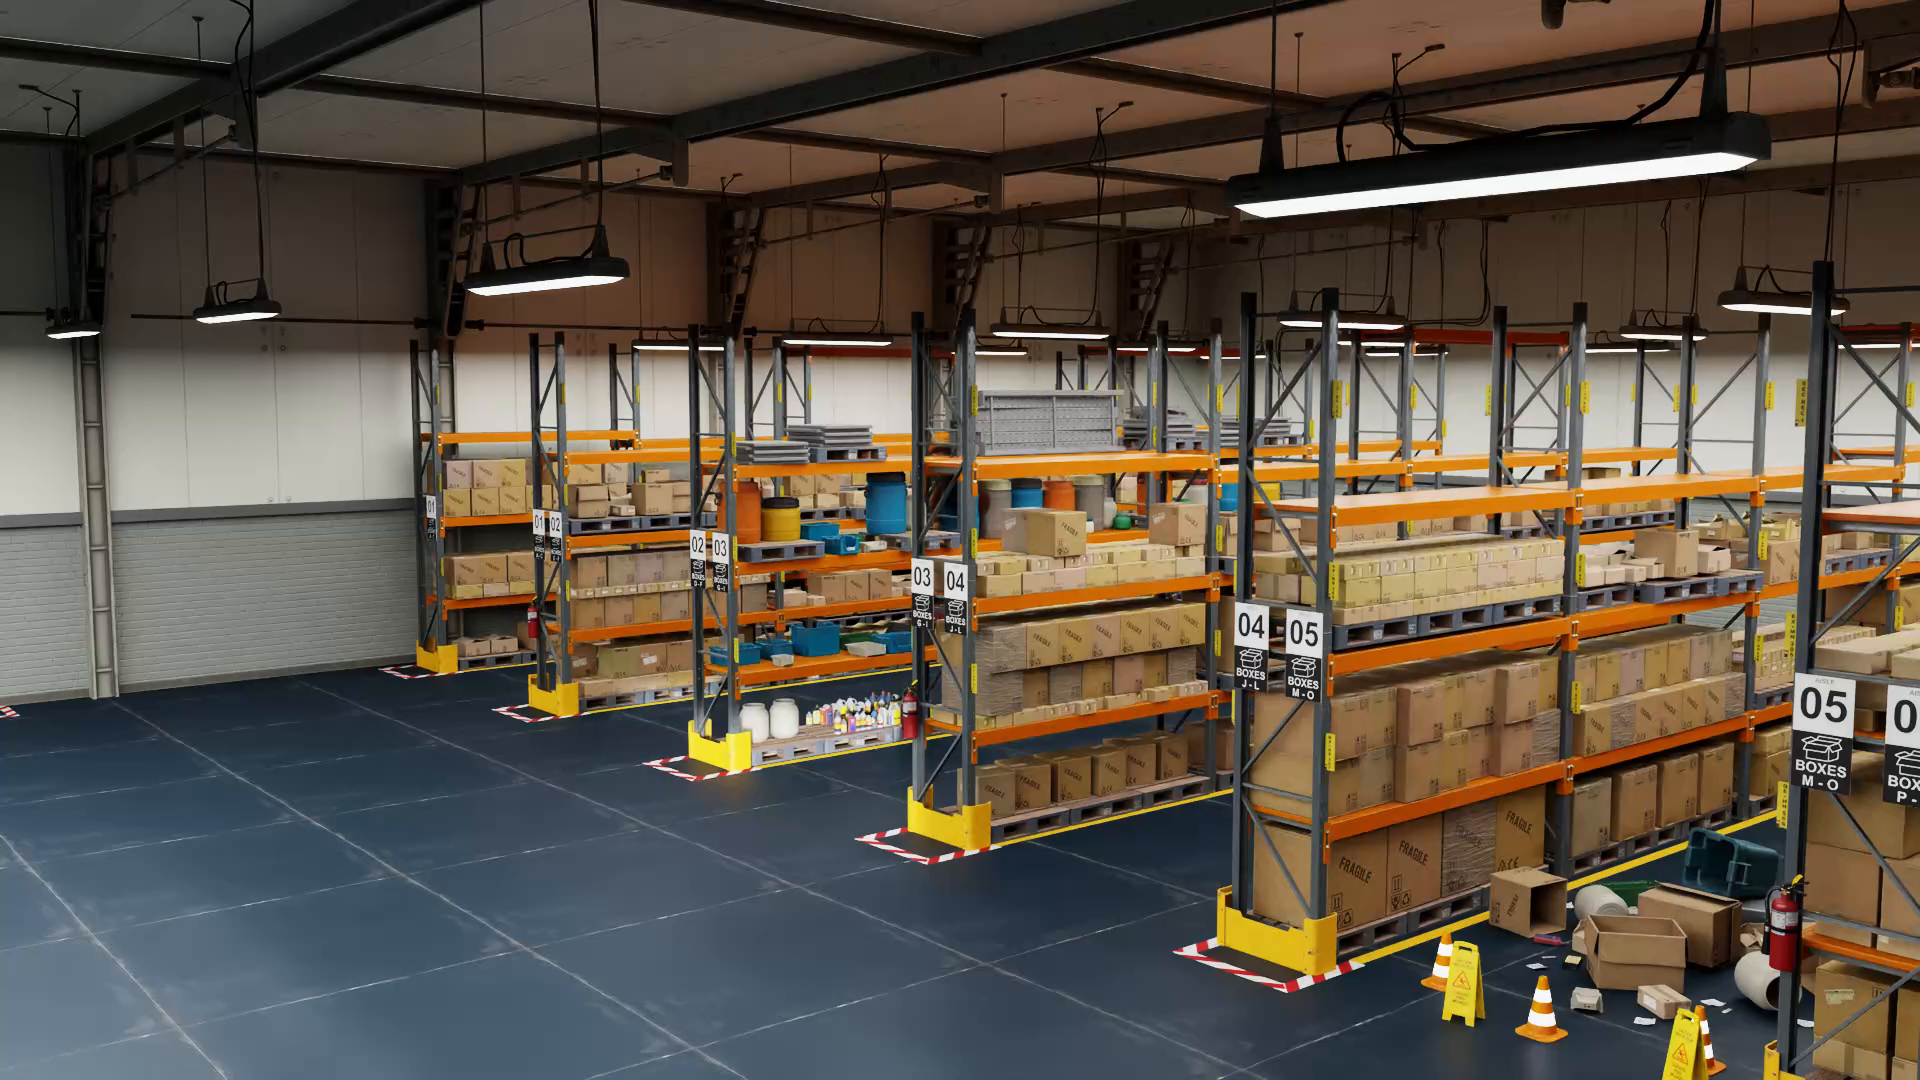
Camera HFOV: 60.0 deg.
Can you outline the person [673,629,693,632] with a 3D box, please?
[{"bbox_3d":[-5.009,1.587,29.692,0.507,1.684,0.564,-1,5,-10],"label":"person"}]
